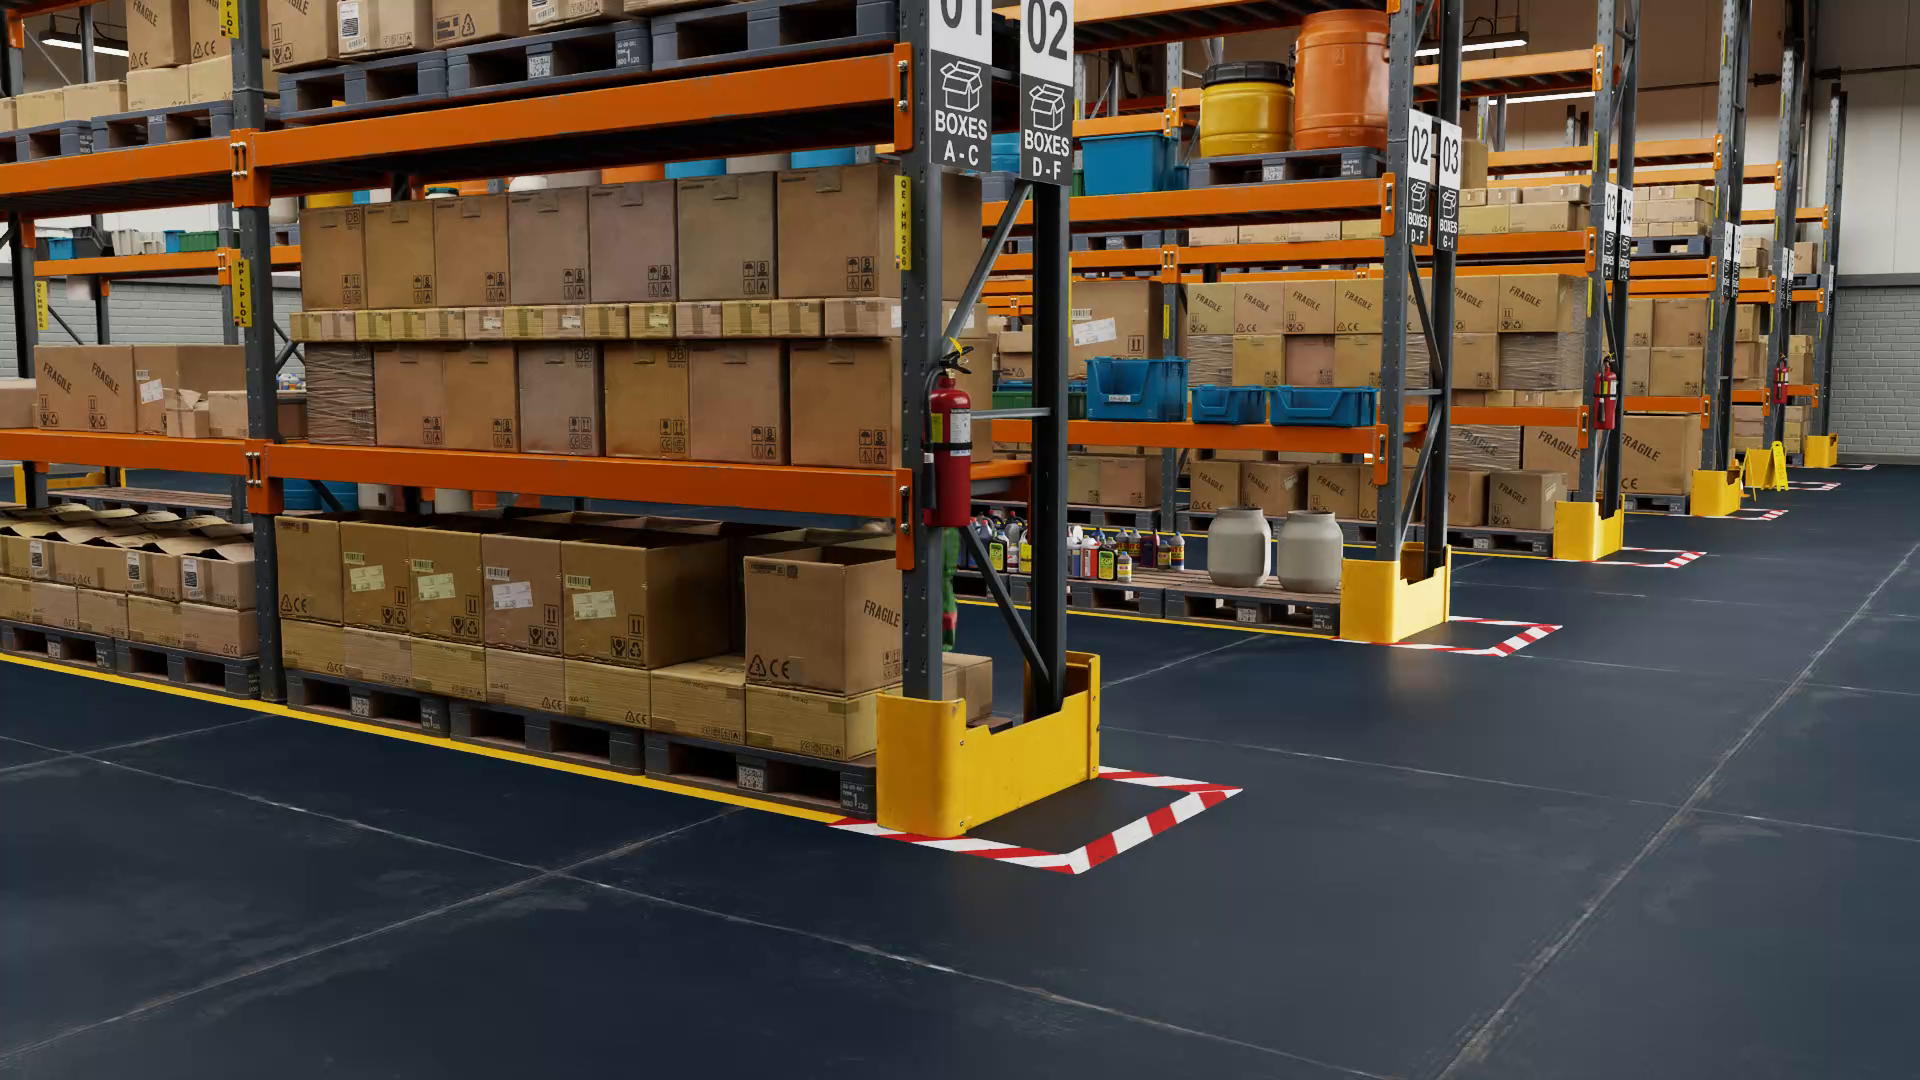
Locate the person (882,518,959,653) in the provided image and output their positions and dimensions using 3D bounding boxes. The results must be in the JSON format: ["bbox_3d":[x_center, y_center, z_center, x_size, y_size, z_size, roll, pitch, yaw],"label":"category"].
[{"bbox_3d":[-0.225,-0.164,8.951,0.446,1.799,0.586,-4,8,-35],"label":"person"}]
